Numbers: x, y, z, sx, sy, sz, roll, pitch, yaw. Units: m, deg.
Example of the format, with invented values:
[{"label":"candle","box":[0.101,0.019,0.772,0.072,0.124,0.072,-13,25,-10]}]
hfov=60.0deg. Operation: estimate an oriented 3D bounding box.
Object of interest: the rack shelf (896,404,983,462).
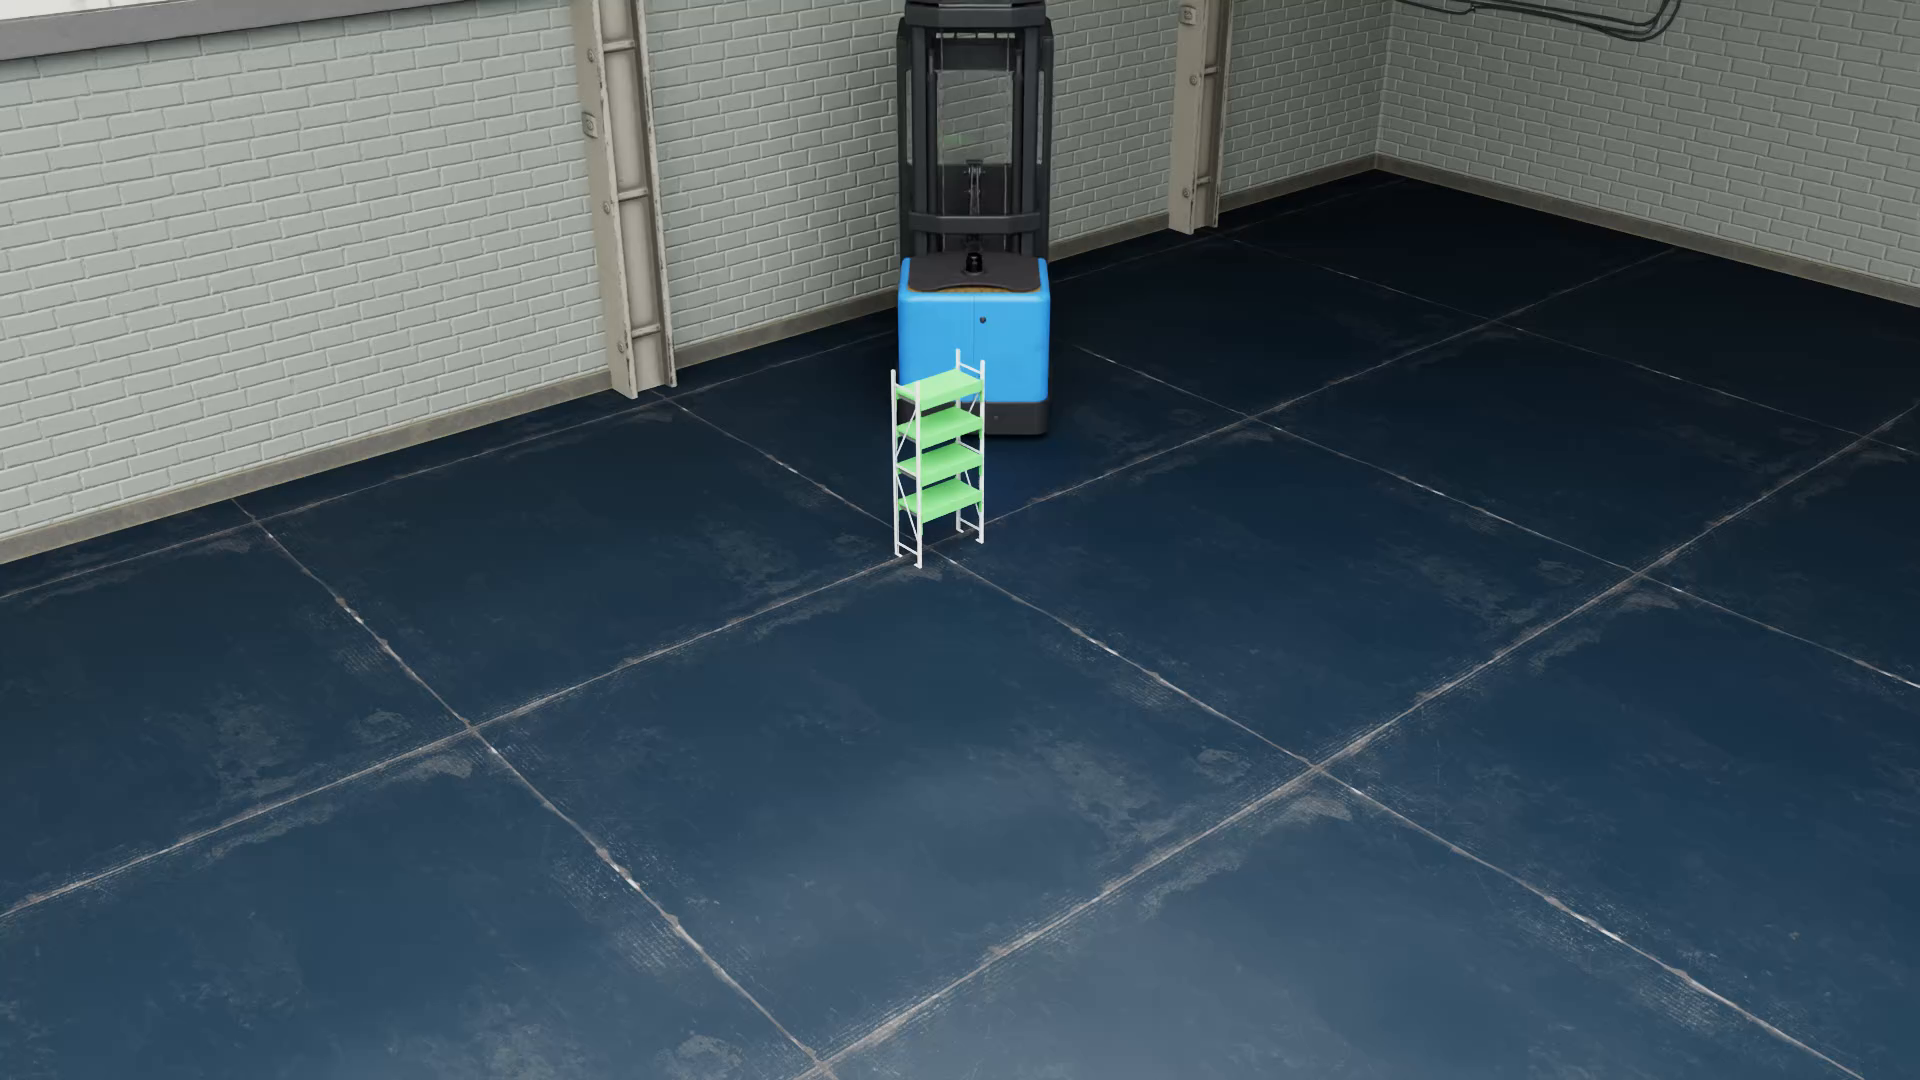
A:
[{"label":"rack shelf","box":[-0.126,-0.634,9.789,0.480,0.148,0.258,-22,35,-35]}]

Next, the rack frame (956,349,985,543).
[{"label":"rack frame","box":[0.060,-0.553,10.012,0.015,1.200,0.240,-22,35,-35]}]

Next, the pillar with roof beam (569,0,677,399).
[{"label":"pillar with roof beam","box":[0.438,-3.573,7.388,0.400,9.000,9.100,-22,35,-35]}]

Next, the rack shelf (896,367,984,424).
[{"label":"rack shelf","box":[-0.126,-0.846,9.676,0.480,0.148,0.258,-22,35,-35]}]

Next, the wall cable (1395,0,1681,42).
[{"label":"wall cable","box":[5.308,-6.009,15.242,0.112,2.526,3.097,-22,35,-35]}]

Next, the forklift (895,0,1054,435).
[{"label":"forklift","box":[0.105,-2.669,12.135,1.130,2.935,3.031,0,28,0]}]

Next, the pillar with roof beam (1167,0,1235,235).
[{"label":"pillar with roof beam","box":[5.003,-5.408,10.822,0.400,9.000,9.100,-22,35,-35]}]

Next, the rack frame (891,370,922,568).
[{"label":"rack frame","box":[-0.312,-0.404,9.733,0.015,1.200,0.240,-22,35,-35]}]

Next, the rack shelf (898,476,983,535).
[{"label":"rack shelf","box":[-0.126,-0.211,10.016,0.480,0.148,0.258,-22,35,-35]}]

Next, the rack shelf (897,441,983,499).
[{"label":"rack shelf","box":[-0.126,-0.422,9.903,0.480,0.148,0.258,-22,35,-35]}]

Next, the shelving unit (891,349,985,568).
[{"label":"shelving unit","box":[-0.126,-0.479,9.872,0.503,1.200,0.258,-22,35,-35]}]
